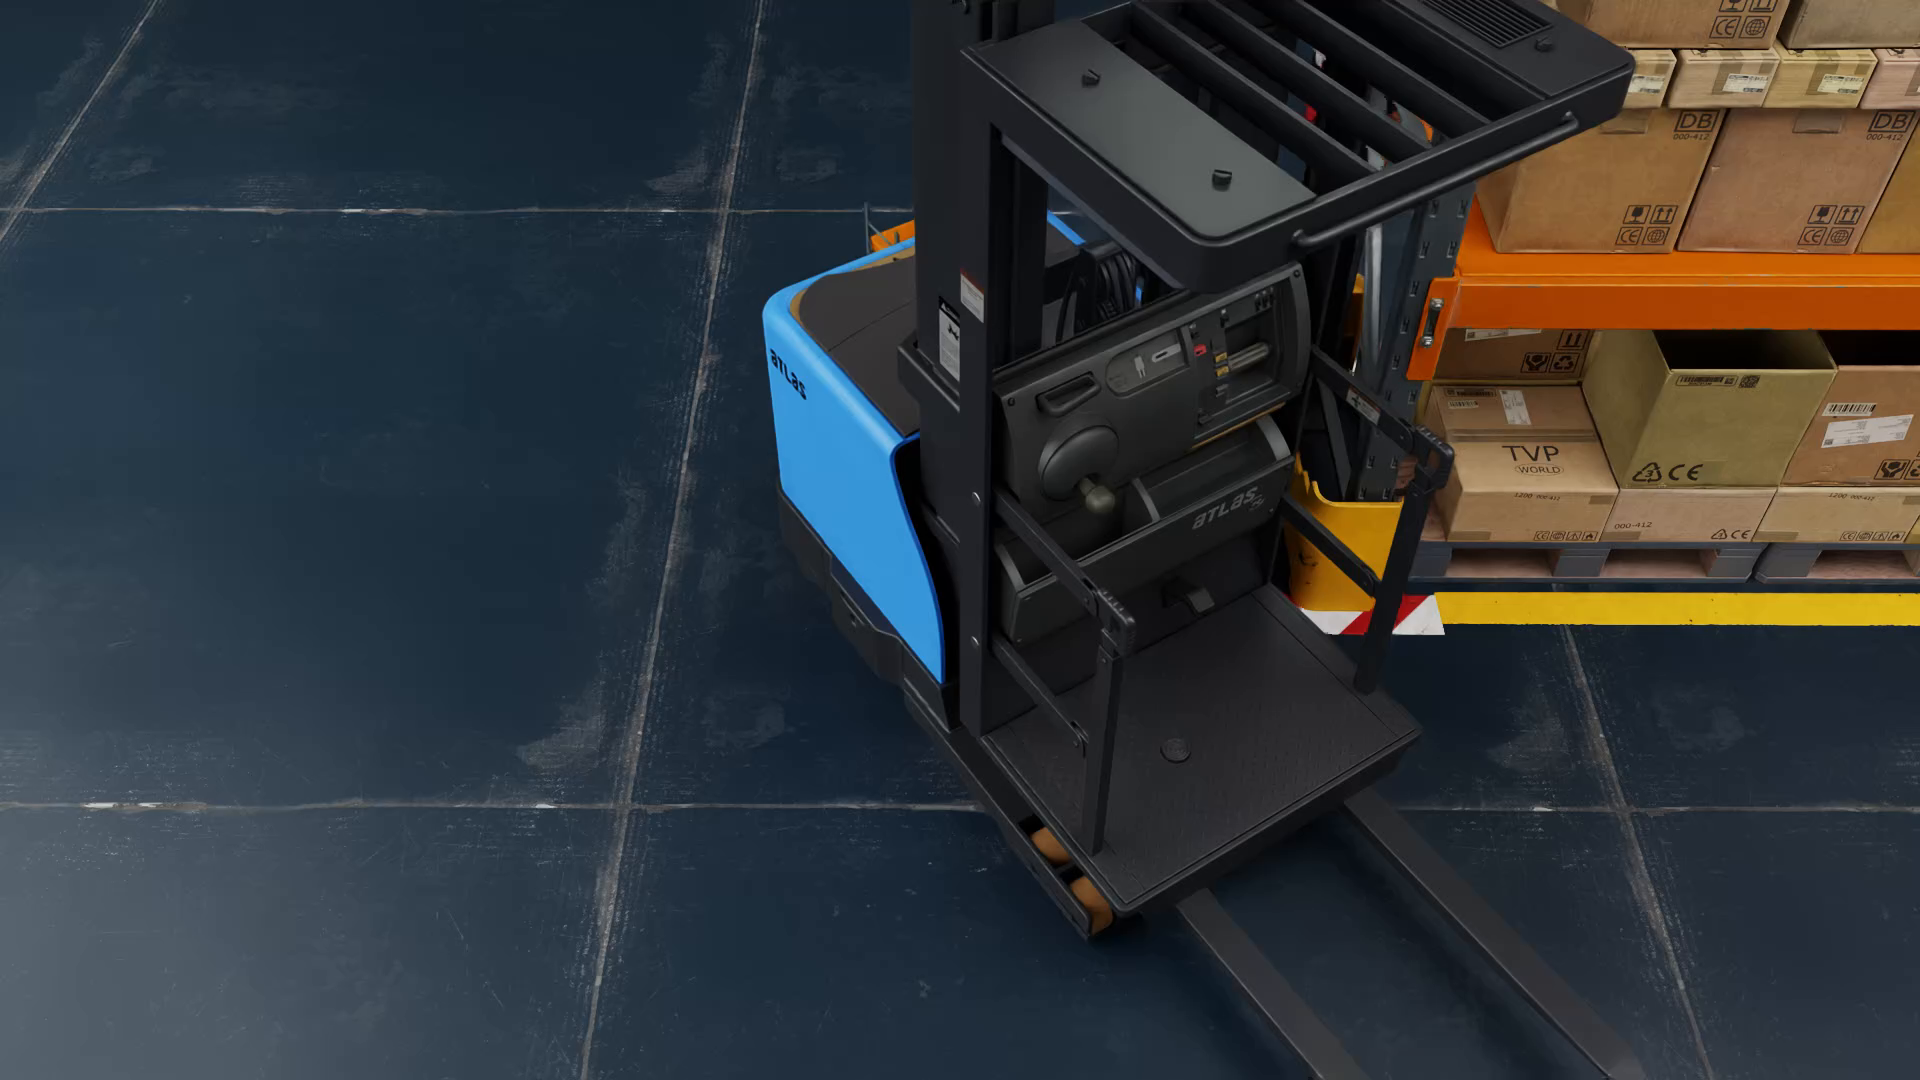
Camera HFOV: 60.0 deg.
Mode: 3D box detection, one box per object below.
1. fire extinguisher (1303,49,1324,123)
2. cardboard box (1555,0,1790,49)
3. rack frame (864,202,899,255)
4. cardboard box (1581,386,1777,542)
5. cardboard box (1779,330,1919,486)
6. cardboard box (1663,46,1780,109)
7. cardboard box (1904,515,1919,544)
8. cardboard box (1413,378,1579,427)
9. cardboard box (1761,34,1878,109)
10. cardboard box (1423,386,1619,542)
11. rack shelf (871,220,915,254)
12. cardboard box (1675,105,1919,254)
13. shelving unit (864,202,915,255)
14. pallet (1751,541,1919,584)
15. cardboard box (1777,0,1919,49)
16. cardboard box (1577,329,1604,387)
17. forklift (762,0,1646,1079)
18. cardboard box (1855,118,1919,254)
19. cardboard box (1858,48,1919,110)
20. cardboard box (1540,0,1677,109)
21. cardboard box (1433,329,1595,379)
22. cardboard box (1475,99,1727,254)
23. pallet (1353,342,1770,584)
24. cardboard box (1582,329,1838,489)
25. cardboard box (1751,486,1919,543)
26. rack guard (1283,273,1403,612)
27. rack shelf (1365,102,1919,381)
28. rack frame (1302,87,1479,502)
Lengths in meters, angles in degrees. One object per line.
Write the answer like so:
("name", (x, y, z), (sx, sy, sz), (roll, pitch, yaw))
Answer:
("fire extinguisher", (1.192, -1.528, 5.176), (0.183, 0.674, 0.296), (0, 47, 0))
("cardboard box", (1.828, -1.679, 4.309), (0.500, 0.500, 0.700), (0, 47, 0))
("rack frame", (-0.248, -0.662, 5.649), (0.008, 1.050, 0.200), (-26, 52, -22))
("cardboard box", (2.344, -0.257, 5.532), (0.500, 0.250, 0.500), (0, 47, 0))
("cardboard box", (2.844, -0.520, 5.264), (0.500, 0.500, 0.500), (0, 47, 0))
("cardboard box", (1.964, -1.312, 4.410), (0.250, 0.149, 0.380), (-1, 47, -1))
("cardboard box", (3.344, -0.251, 5.526), (0.500, 0.250, 0.500), (0, 47, 0))
("cardboard box", (1.846, -0.635, 5.884), (0.500, 0.250, 0.500), (0, 47, 0))
("cardboard box", (2.214, -1.310, 4.409), (0.250, 0.149, 0.380), (0, 47, 0))
("cardboard box", (1.844, -0.256, 5.531), (0.500, 0.250, 0.500), (0, 47, 0))
("rack shelf", (-0.146, -0.897, 5.495), (0.240, 0.259, 0.215), (-26, 52, -22))
("cardboard box", (2.301, -1.240, 4.786), (0.500, 0.500, 0.700), (1, 47, 1))
("shelving unit", (-0.146, -0.711, 5.695), (0.252, 1.050, 0.215), (-26, 52, -22))
("pallet", (3.291, -0.287, 5.873), (1.213, 0.211, 1.003), (0, 47, 0))
("cardboard box", (2.354, -1.682, 4.312), (0.500, 0.500, 0.700), (-1, 47, -1))
("cardboard box", (2.346, -0.643, 5.890), (0.500, 0.250, 0.500), (0, 47, 0))
("forklift", (0.620, -0.286, 4.014), (1.130, 2.935, 3.031), (-26, 52, -22))
("cardboard box", (2.797, -1.234, 4.781), (0.500, 0.500, 0.700), (0, 47, 0))
("cardboard box", (2.466, -1.308, 4.407), (0.250, 0.149, 0.380), (0, 47, 0))
("cardboard box", (1.700, -1.310, 4.409), (0.250, 0.149, 0.380), (0, 47, 0))
("cardboard box", (1.846, -0.892, 5.610), (0.500, 0.500, 0.500), (0, 47, 0))
("cardboard box", (1.776, -1.237, 4.784), (0.500, 0.500, 0.700), (0, 47, 0))
("pallet", (2.074, -0.293, 5.878), (1.213, 0.211, 1.003), (0, 47, 0))
("cardboard box", (2.344, -0.512, 5.256), (0.500, 0.500, 0.500), (0, 47, 0))
("cardboard box", (2.844, -0.256, 5.530), (0.500, 0.250, 0.500), (0, 47, 0))
("rack guard", (1.285, -0.362, 5.746), (0.348, 0.500, 1.175), (0, 47, 0))
("rack shelf", (3.309, -0.964, 5.089), (4.000, 0.370, 1.077), (0, 47, 0))
("rack frame", (1.309, -1.214, 4.831), (0.127, 3.000, 1.000), (0, 47, 0))
